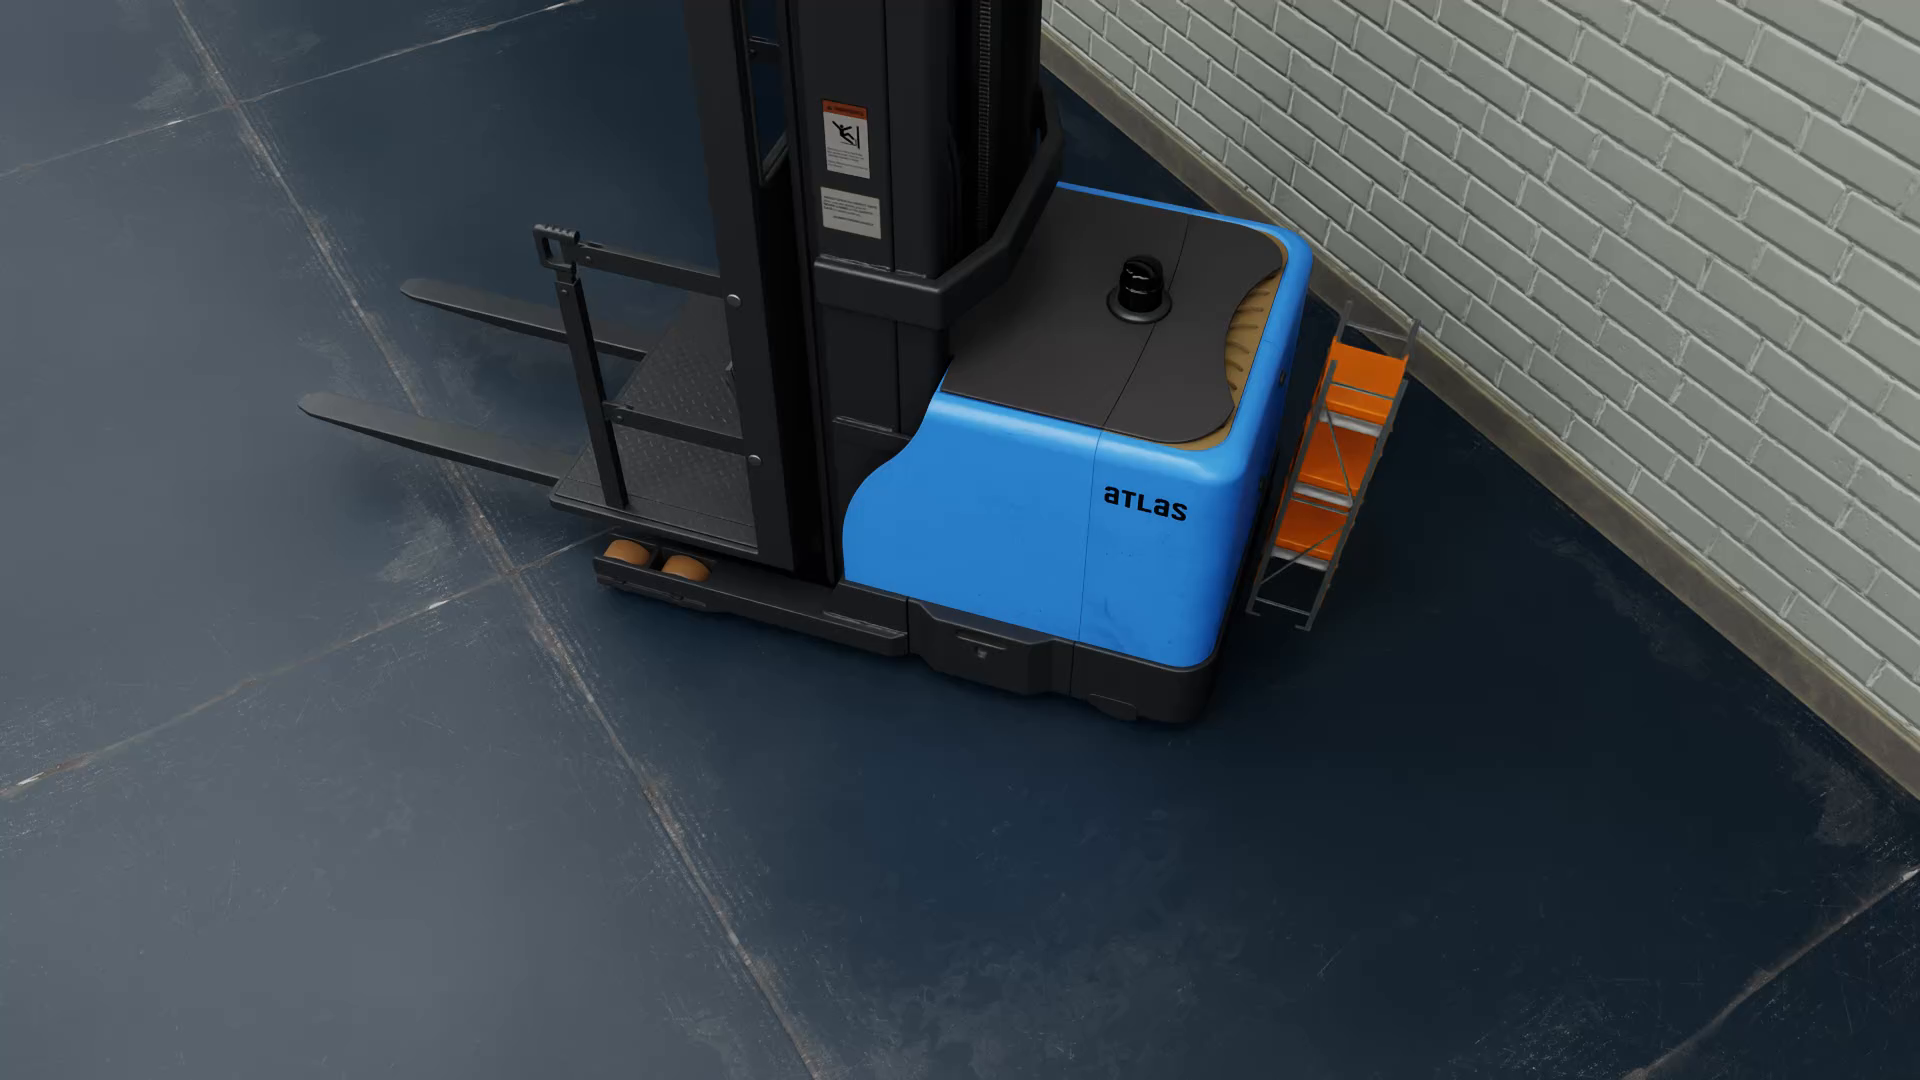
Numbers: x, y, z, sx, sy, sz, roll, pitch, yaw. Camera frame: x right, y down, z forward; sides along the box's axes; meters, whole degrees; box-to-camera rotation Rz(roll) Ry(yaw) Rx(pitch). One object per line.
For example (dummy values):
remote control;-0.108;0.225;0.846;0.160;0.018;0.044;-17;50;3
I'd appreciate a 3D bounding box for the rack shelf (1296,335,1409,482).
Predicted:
rack shelf;1.058;-0.355;4.488;0.215;0.259;0.240;17;50;8

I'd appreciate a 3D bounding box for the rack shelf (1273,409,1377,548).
rack shelf;1.036;-0.173;4.704;0.215;0.259;0.240;17;50;8

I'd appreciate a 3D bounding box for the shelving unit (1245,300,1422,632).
shelving unit;1.037;-0.179;4.696;0.215;1.050;0.252;17;50;8

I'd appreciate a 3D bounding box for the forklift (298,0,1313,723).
forklift;-0.589;-1.126;4.290;3.031;2.935;1.130;14;50;12

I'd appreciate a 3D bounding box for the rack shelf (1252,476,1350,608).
rack shelf;1.014;0.006;4.916;0.215;0.259;0.240;17;50;8

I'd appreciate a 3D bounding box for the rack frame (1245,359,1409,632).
rack frame;0.999;-0.093;4.619;0.200;1.050;0.008;17;50;8

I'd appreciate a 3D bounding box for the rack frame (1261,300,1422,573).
rack frame;1.074;-0.266;4.773;0.200;1.050;0.008;17;50;8
